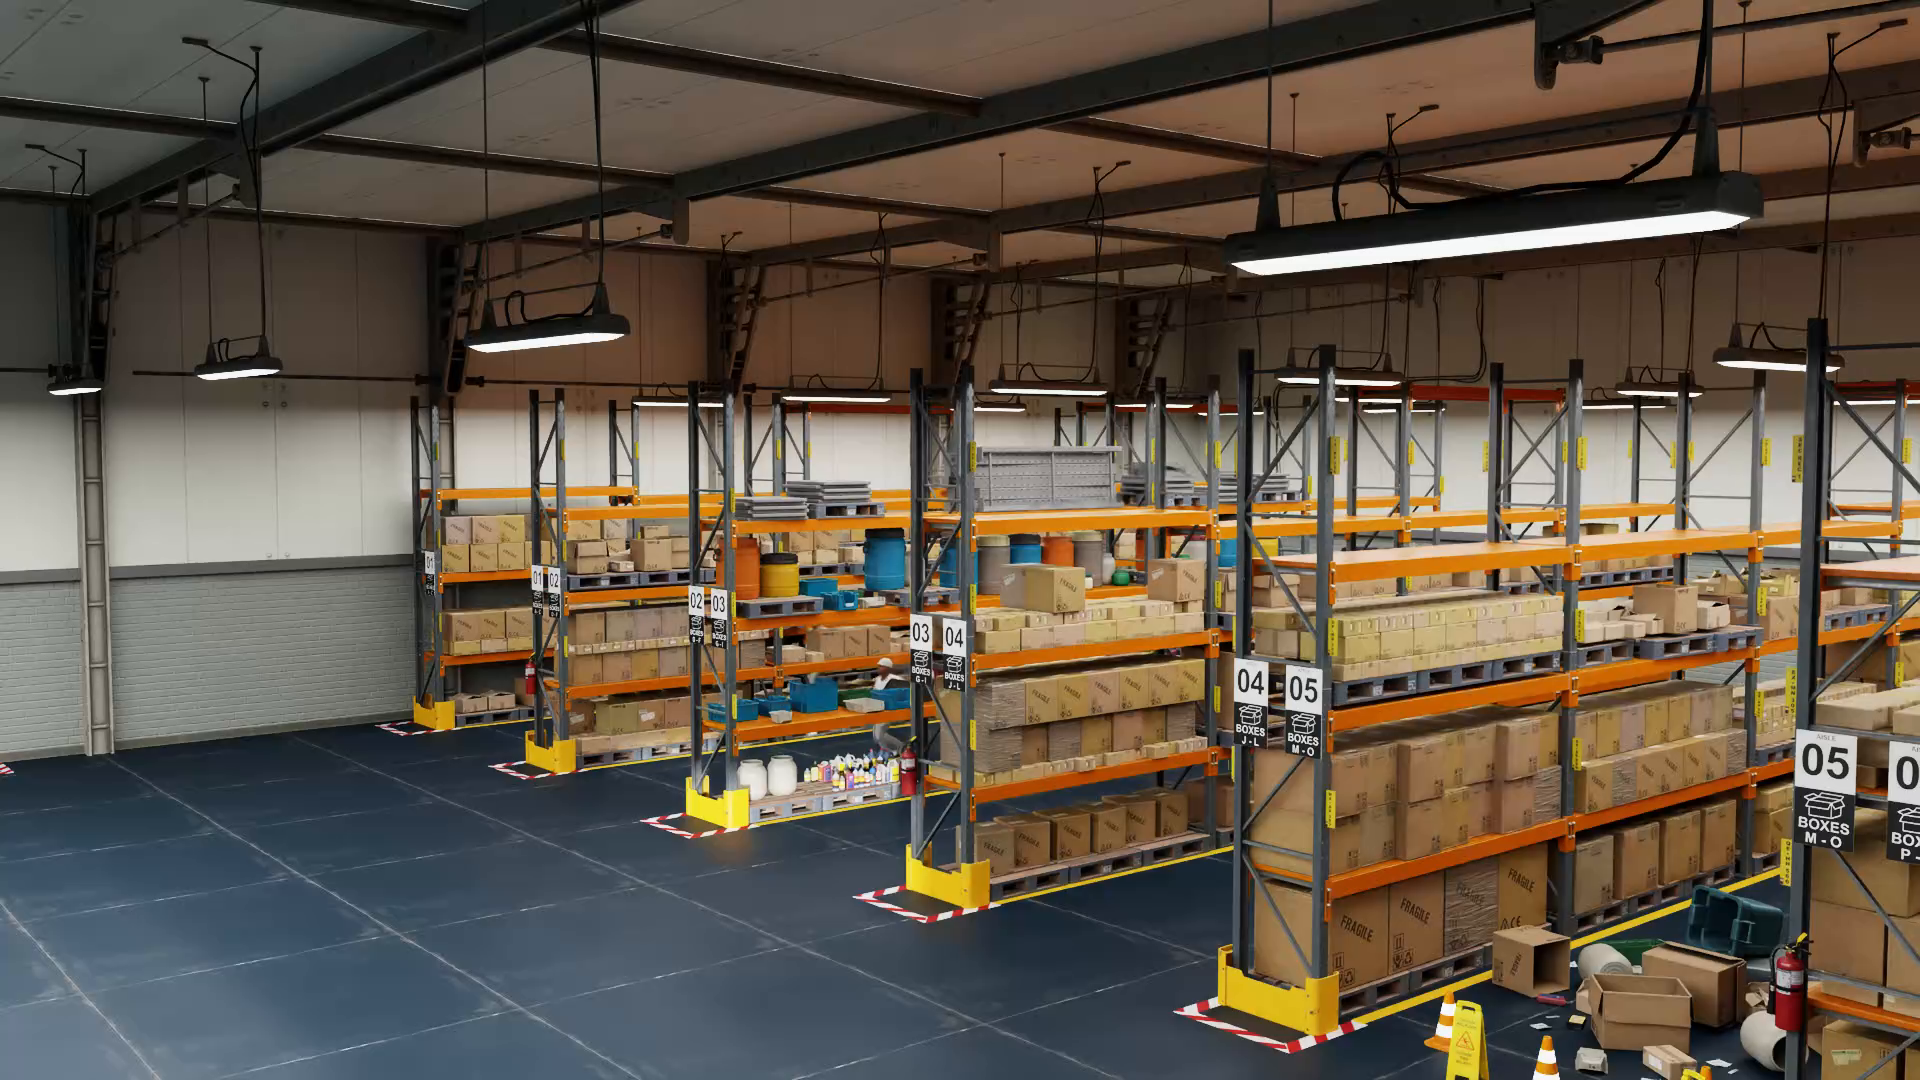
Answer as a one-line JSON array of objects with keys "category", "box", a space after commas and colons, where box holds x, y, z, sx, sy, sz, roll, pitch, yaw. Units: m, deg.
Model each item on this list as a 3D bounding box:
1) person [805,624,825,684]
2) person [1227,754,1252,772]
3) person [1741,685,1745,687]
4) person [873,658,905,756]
[{"category": "person", "box": [-2.770, 2.360, 32.726, 0.737, 1.775, 0.836, 3, 5, 42]}, {"category": "person", "box": [4.296, 2.850, 25.678, 0.503, 1.617, 0.682, 2, 4, 36]}, {"category": "person", "box": [11.668, 2.899, 24.428, 0.933, 1.685, 0.615, -3, 4, -37]}, {"category": "person", "box": [-1.193, 2.732, 26.495, 0.597, 1.718, 0.731, -3, 4, -37]}]
